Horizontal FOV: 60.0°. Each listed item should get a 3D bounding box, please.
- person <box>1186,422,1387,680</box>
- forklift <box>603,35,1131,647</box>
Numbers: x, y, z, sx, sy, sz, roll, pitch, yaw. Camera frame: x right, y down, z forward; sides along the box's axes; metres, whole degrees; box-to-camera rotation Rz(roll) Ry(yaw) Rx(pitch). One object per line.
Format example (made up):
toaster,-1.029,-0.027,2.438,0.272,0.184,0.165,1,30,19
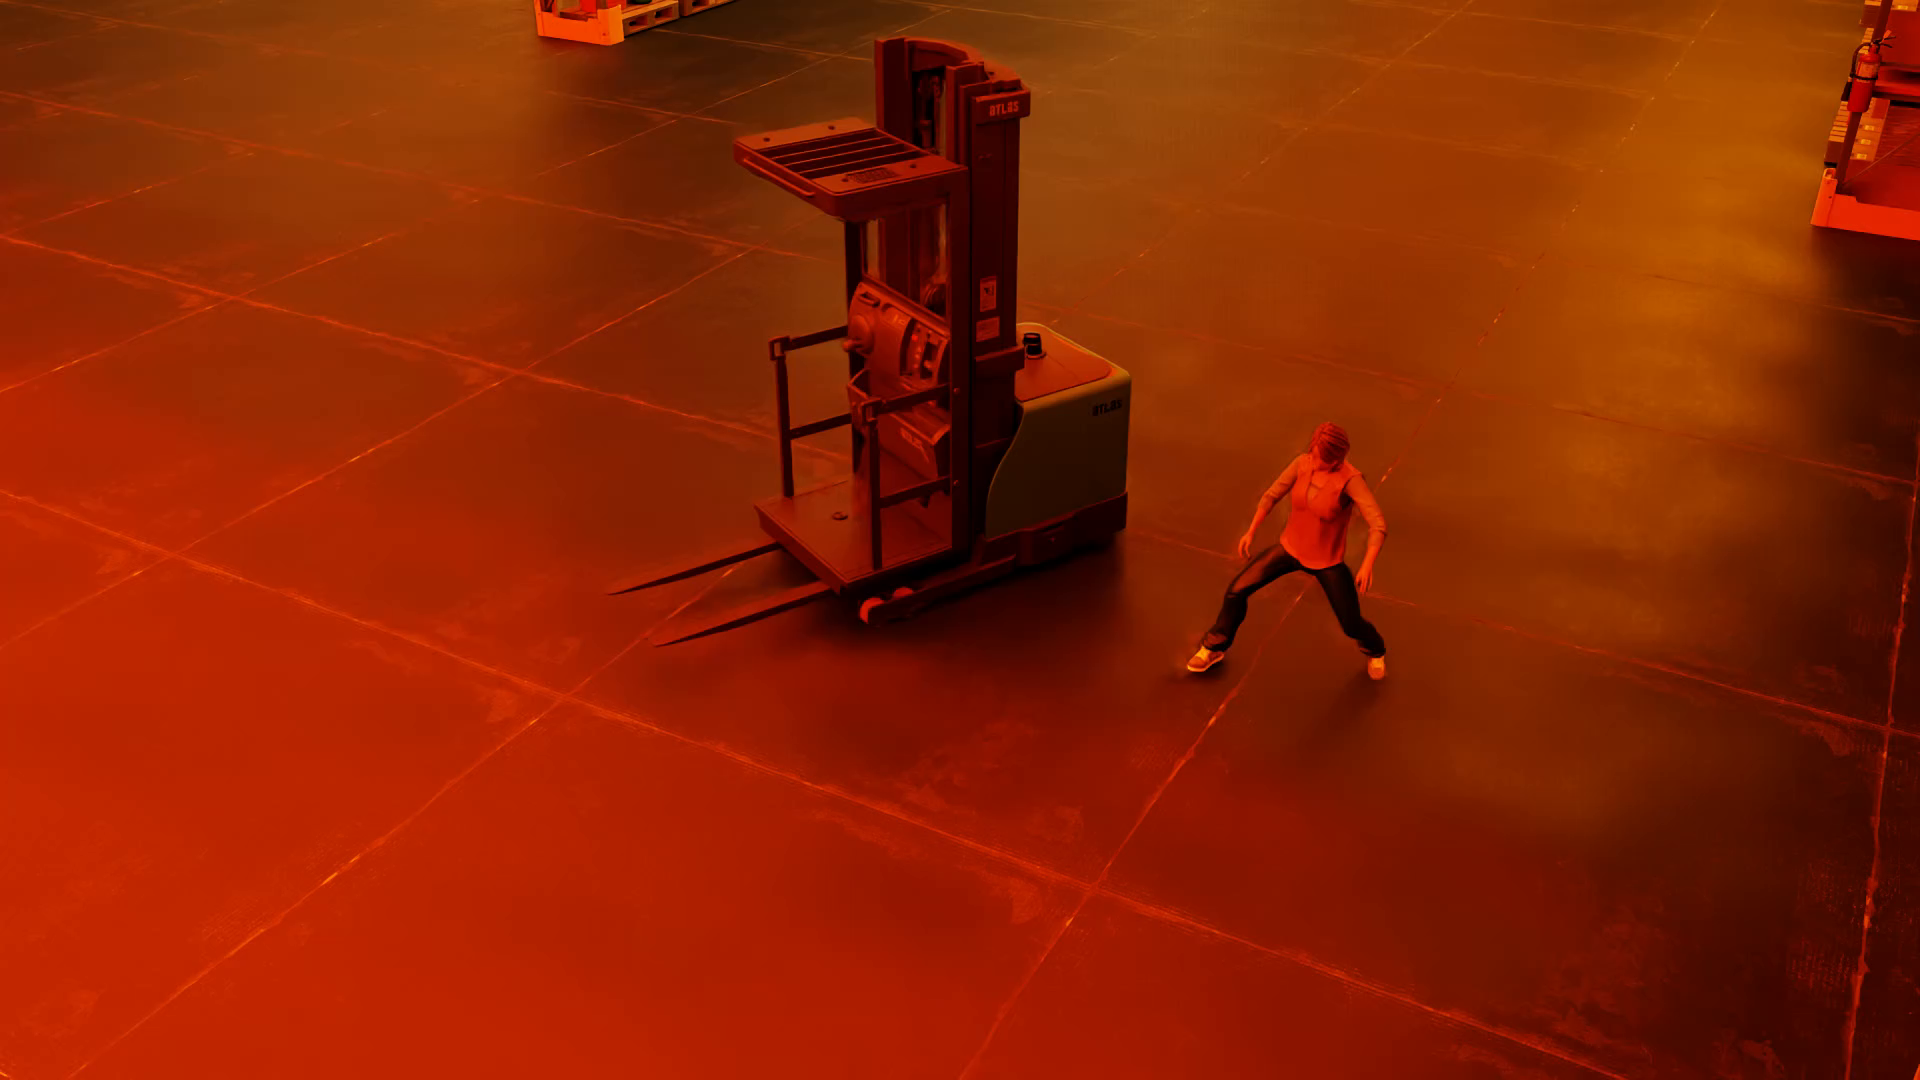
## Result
person,1.774,0.095,8.463,0.880,1.448,0.842,23,37,34
forklift,-0.511,-1.086,8.953,3.031,2.935,1.130,-19,35,-29
